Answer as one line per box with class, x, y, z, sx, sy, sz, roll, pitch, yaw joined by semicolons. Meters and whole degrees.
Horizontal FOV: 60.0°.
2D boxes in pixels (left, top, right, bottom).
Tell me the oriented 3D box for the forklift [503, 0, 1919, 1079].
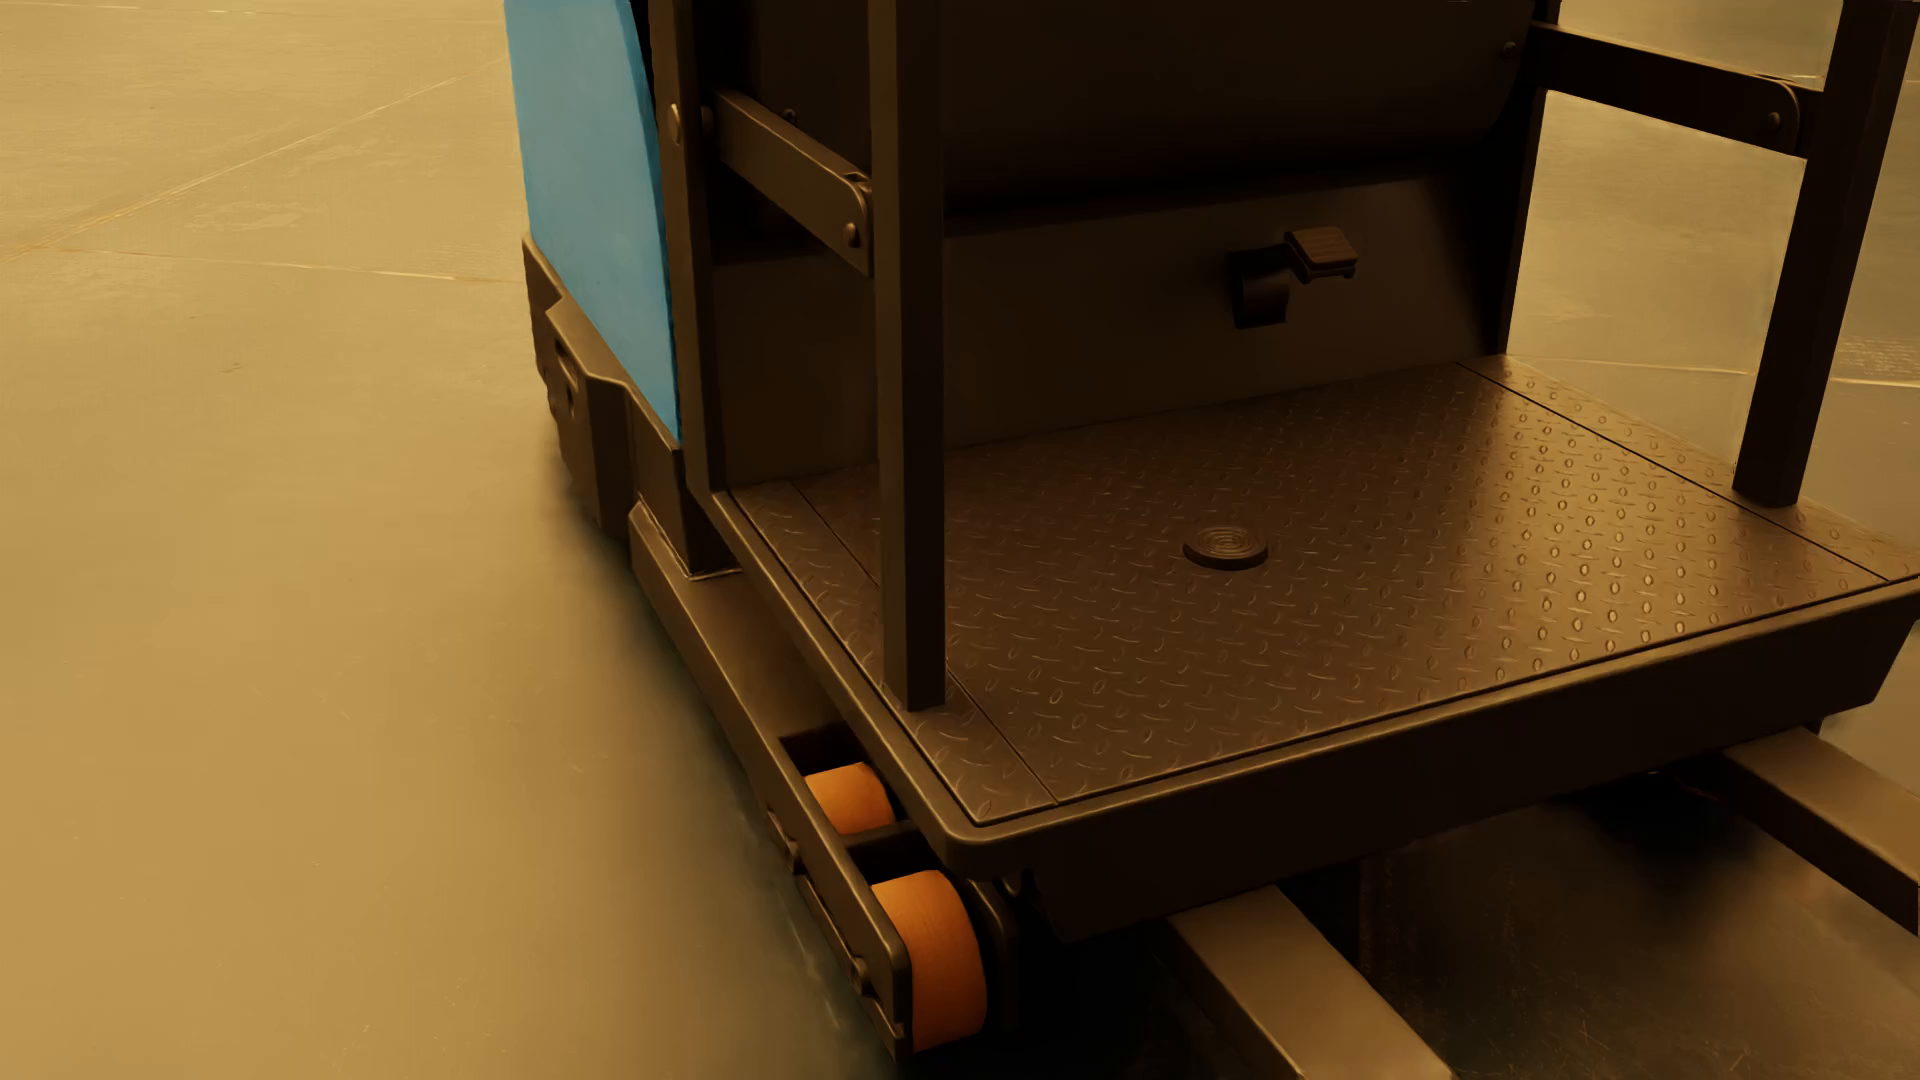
forklift;0.306;-1.052;1.332;1.130;2.935;3.031;-11;29;-21
